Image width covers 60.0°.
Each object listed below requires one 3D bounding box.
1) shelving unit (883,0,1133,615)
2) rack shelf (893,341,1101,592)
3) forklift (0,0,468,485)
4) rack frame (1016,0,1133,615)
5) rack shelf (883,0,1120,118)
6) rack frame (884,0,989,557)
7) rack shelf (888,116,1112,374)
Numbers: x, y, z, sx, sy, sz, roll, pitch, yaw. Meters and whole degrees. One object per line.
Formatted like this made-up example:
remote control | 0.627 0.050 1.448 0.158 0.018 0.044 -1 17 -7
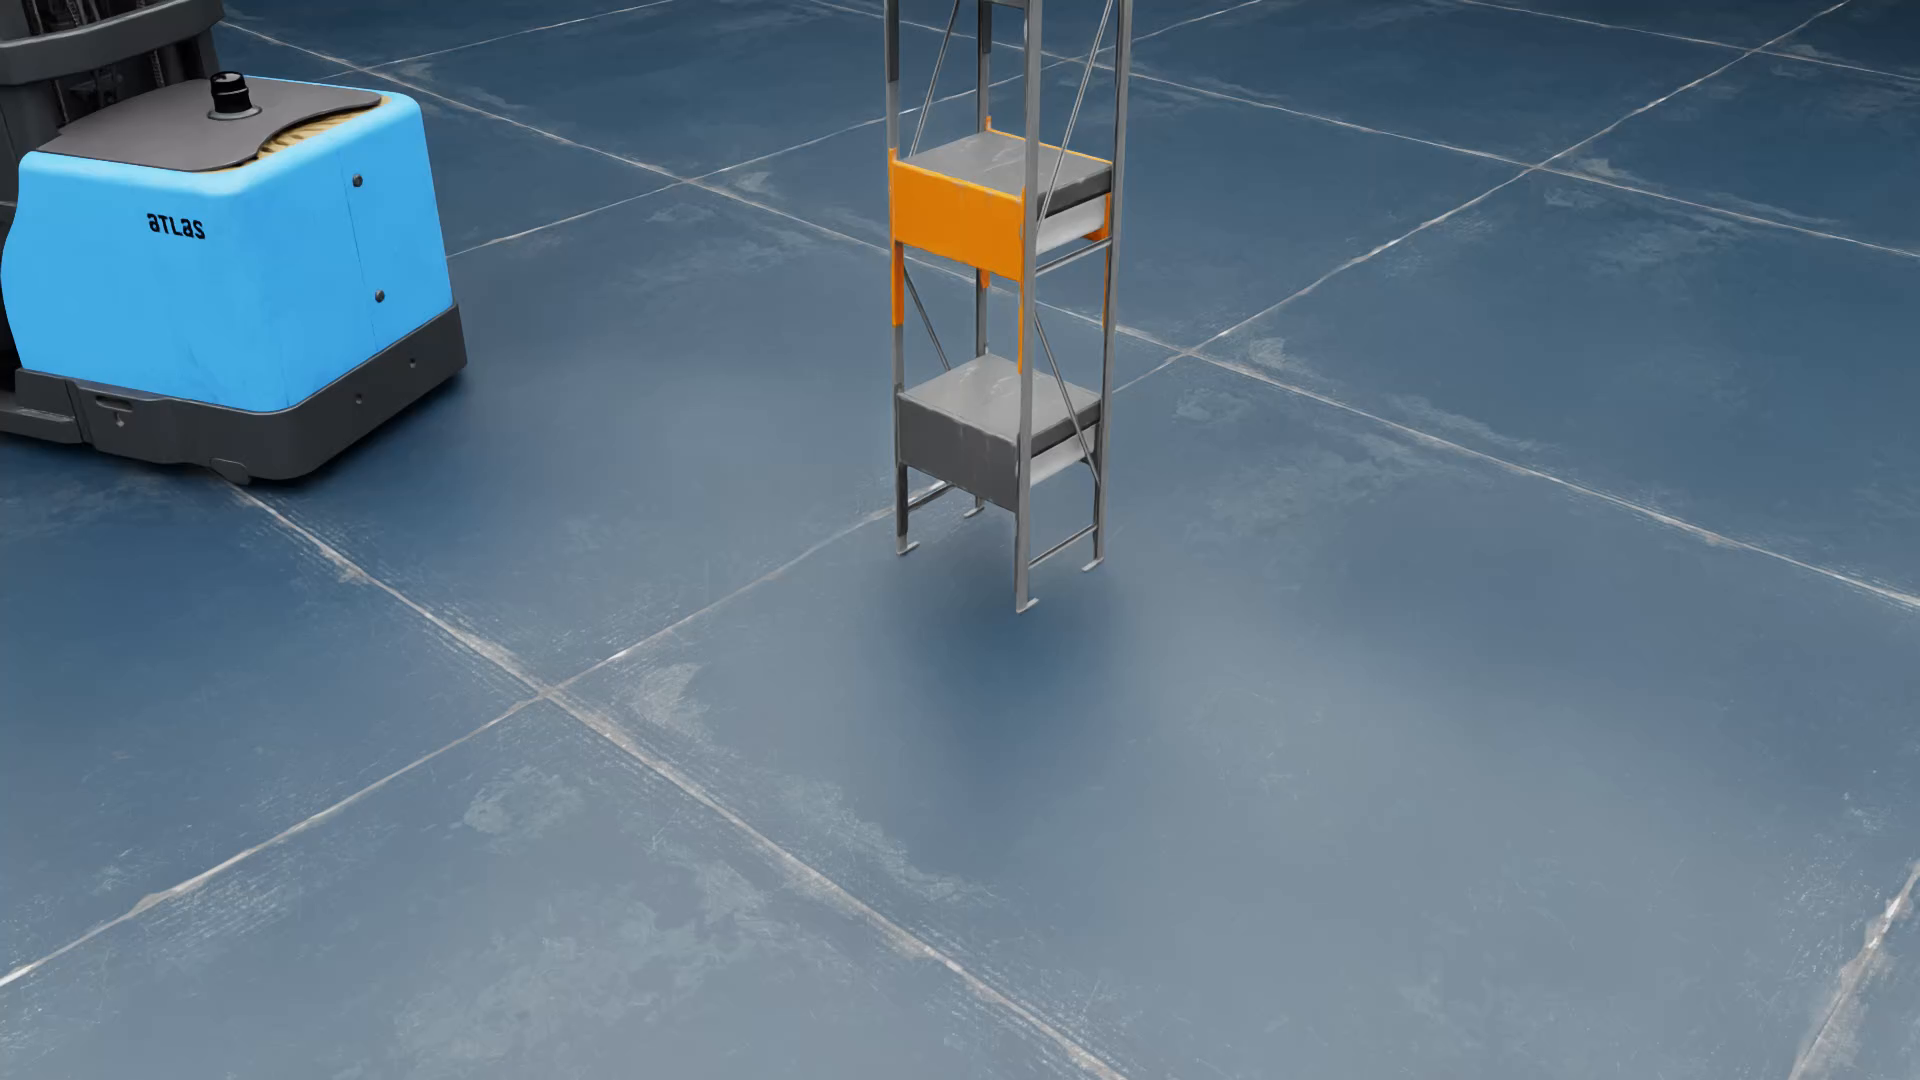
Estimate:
shelving unit | 0.123 -0.842 4.613 0.503 2.100 0.431 25 39 35
rack shelf | 0.123 -0.231 4.981 0.480 0.518 0.431 25 39 35
forklift | -3.412 -1.896 5.558 3.031 2.935 1.130 11 33 17
rack frame | 0.304 -0.758 4.473 0.015 2.100 0.400 25 39 35
rack shelf | 0.123 -1.430 4.259 0.480 0.518 0.431 25 39 35
rack frame | -0.058 -0.927 4.754 0.015 2.100 0.400 25 39 35
rack shelf | 0.123 -0.831 4.620 0.480 0.518 0.431 25 39 35
